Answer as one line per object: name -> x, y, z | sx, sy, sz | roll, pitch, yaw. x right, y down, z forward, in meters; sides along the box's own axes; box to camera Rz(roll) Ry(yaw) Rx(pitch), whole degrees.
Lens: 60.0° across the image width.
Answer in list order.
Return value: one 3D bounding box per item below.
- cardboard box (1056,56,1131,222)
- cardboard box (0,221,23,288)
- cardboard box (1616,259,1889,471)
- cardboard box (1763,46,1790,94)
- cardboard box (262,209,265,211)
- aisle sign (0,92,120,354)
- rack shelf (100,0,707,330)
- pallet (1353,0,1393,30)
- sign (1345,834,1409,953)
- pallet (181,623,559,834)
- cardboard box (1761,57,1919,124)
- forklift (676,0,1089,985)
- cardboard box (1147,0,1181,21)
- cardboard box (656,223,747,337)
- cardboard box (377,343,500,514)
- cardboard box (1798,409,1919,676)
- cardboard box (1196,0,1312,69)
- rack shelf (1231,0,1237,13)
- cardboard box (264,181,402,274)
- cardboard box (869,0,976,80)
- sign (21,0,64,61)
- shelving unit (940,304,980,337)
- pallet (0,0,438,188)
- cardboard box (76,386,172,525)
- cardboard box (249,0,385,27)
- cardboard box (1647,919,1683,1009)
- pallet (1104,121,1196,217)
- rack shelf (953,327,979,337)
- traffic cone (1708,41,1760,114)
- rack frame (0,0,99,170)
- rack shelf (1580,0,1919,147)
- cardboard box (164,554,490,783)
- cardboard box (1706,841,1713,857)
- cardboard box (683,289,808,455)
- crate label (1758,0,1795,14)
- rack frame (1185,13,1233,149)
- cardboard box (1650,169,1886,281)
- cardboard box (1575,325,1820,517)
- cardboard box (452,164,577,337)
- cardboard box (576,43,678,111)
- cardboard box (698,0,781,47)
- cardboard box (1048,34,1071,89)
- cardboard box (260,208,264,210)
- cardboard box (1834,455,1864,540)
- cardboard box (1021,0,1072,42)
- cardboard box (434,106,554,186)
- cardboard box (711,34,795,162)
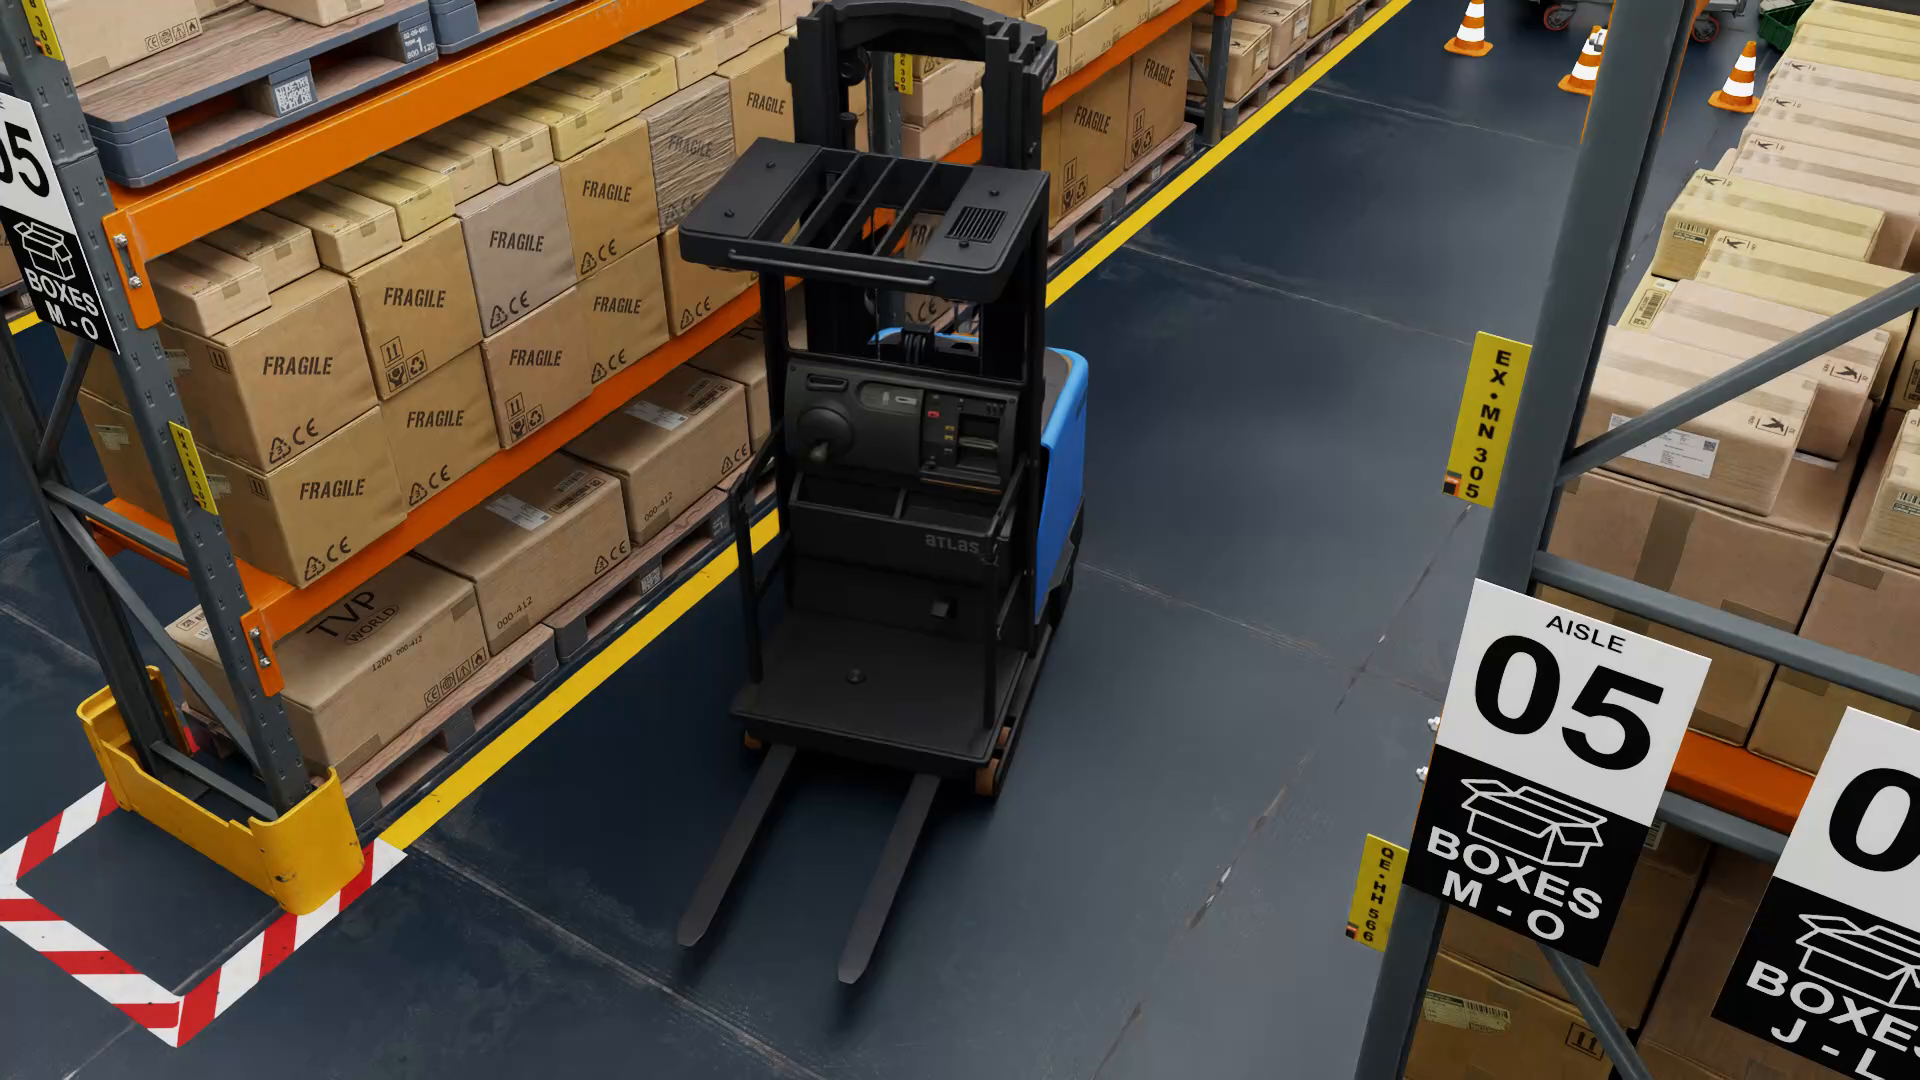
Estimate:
cardboard box -> 0.480, -2.696, 10.626 | 0.875, 0.875, 0.875 | 22, 43, 26
cardboard box -> -5.812, -1.784, 9.751 | 0.500, 0.500, 0.500 | 22, 43, 26
cardboard box -> 1.654, -0.378, 3.480 | 0.500, 0.250, 0.500 | 20, 42, 24
cardboard box -> 2.480, -1.176, 4.515 | 0.500, 0.250, 0.500 | 22, 43, 26
cardboard box -> -2.572, -1.075, 6.226 | 0.500, 0.500, 0.500 | 21, 42, 25
aisle sign -> -2.678, -0.932, 4.812 | 0.394, 0.787, 0.004 | 21, 42, 25
rack shelf -> -1.813, -1.968, 6.418 | 1.077, 0.370, 4.000 | 21, 42, 25
pallet -> 3.129, -4.714, 14.132 | 1.003, 0.211, 1.213 | 21, 42, 25
sign -> 0.891, 0.757, 3.543 | 0.100, 0.325, 0.005 | 21, 42, 25
pallet -> -2.522, 0.633, 7.196 | 1.003, 0.211, 1.213 | 21, 42, 25
cardboard box -> 2.122, -1.005, 3.966 | 0.380, 0.149, 0.250 | 20, 42, 24
forklift -> -0.289, -0.375, 6.276 | 1.130, 2.935, 3.031 | 10, 39, 12
cardboard box -> 1.089, -3.485, 10.376 | 0.500, 0.250, 0.500 | 22, 43, 26
cardboard box -> -1.302, -1.282, 7.314 | 0.500, 0.500, 0.500 | 21, 42, 24
cardboard box -> -2.138, -0.497, 6.296 | 0.500, 0.500, 0.500 | 21, 42, 25
cardboard box -> 1.809, 0.060, 2.911 | 0.500, 0.250, 0.500 | 22, 43, 26
cardboard box -> 2.101, -3.955, 12.671 | 0.950, 0.372, 0.625 | 20, 42, 24
rack shelf -> 2.473, -4.904, 12.684 | 1.077, 0.370, 4.000 | 21, 42, 25
cardboard box -> -2.144, -1.074, 5.694 | 0.380, 0.149, 0.250 | 23, 43, 26
cardboard box -> -0.263, -2.665, 8.288 | 0.500, 0.500, 0.500 | 22, 43, 26
sign -> -2.419, -1.415, 4.331 | 0.100, 0.325, 0.005 | 21, 42, 25
shelving unit -> 0.038, -0.619, 8.133 | 0.215, 1.050, 0.252 | 10, 39, 12
pallet -> -2.496, -1.573, 5.389 | 1.003, 0.211, 1.213 | 21, 42, 25
cardboard box -> -2.850, -0.409, 6.181 | 0.500, 0.500, 0.500 | 21, 42, 25
cardboard box -> -2.108, -1.814, 5.409 | 0.380, 0.149, 0.250 | 23, 43, 27
cardboard box -> 2.088, 0.950, 4.174 | 0.500, 0.500, 0.500 | 21, 42, 25
pallet -> 0.915, -2.672, 11.483 | 1.003, 0.211, 1.213 | 21, 42, 25
rack shelf -> 0.038, -0.835, 7.966 | 0.215, 0.259, 0.240 | 10, 39, 12
traffic cone -> 5.785, -3.451, 12.287 | 0.336, 0.463, 0.334 | 21, 42, 25
rack frame -> -2.885, -2.410, 3.945 | 1.000, 3.000, 0.127 | 21, 42, 25
rack shelf -> 2.421, -1.588, 3.471 | 1.077, 0.370, 4.000 | 21, 42, 25
cardboard box -> -2.616, 0.441, 6.915 | 0.875, 0.438, 0.875 | 20, 42, 24
cardboard box -> 2.079, 0.573, 3.845 | 0.500, 0.500, 0.500 | 22, 43, 26
cardboard box -> -1.169, -0.959, 8.732 | 0.875, 0.438, 0.875 | 21, 42, 24
crate label -> 6.784, -4.388, 13.770 | 0.298, 0.136, 0.250 | -5, 38, -6
rack frame -> 1.401, -4.158, 11.127 | 1.000, 3.000, 0.127 | 21, 42, 25
cardboard box -> 1.681, -0.618, 3.465 | 0.380, 0.149, 0.250 | 22, 43, 26
cardboard box -> 1.279, -0.219, 2.947 | 0.380, 0.149, 0.250 | 21, 42, 25
cardboard box -> -1.847, -1.161, 6.337 | 0.500, 0.500, 0.500 | 21, 42, 25
cardboard box -> -1.376, -1.887, 6.749 | 0.380, 0.149, 0.250 | 20, 42, 24
cardboard box -> -1.013, -2.300, 7.284 | 0.380, 0.149, 0.250 | 21, 42, 25
cardboard box -> 0.281, -2.704, 9.362 | 0.500, 0.250, 0.500 | 21, 42, 25
cardboard box -> -2.679, -1.276, 5.956 | 0.380, 0.149, 0.250 | 21, 42, 25
cardboard box -> 2.091, -0.013, 3.416 | 0.500, 0.250, 0.500 | 23, 43, 26
cardboard box -> 0.281, -2.899, 9.206 | 0.500, 0.250, 0.500 | 22, 43, 26
cardboard box -> -1.753, -1.483, 6.224 | 0.380, 0.149, 0.250 | 22, 43, 26
cardboard box -> -1.040, -1.939, 7.347 | 0.500, 0.500, 0.500 | 21, 42, 24
